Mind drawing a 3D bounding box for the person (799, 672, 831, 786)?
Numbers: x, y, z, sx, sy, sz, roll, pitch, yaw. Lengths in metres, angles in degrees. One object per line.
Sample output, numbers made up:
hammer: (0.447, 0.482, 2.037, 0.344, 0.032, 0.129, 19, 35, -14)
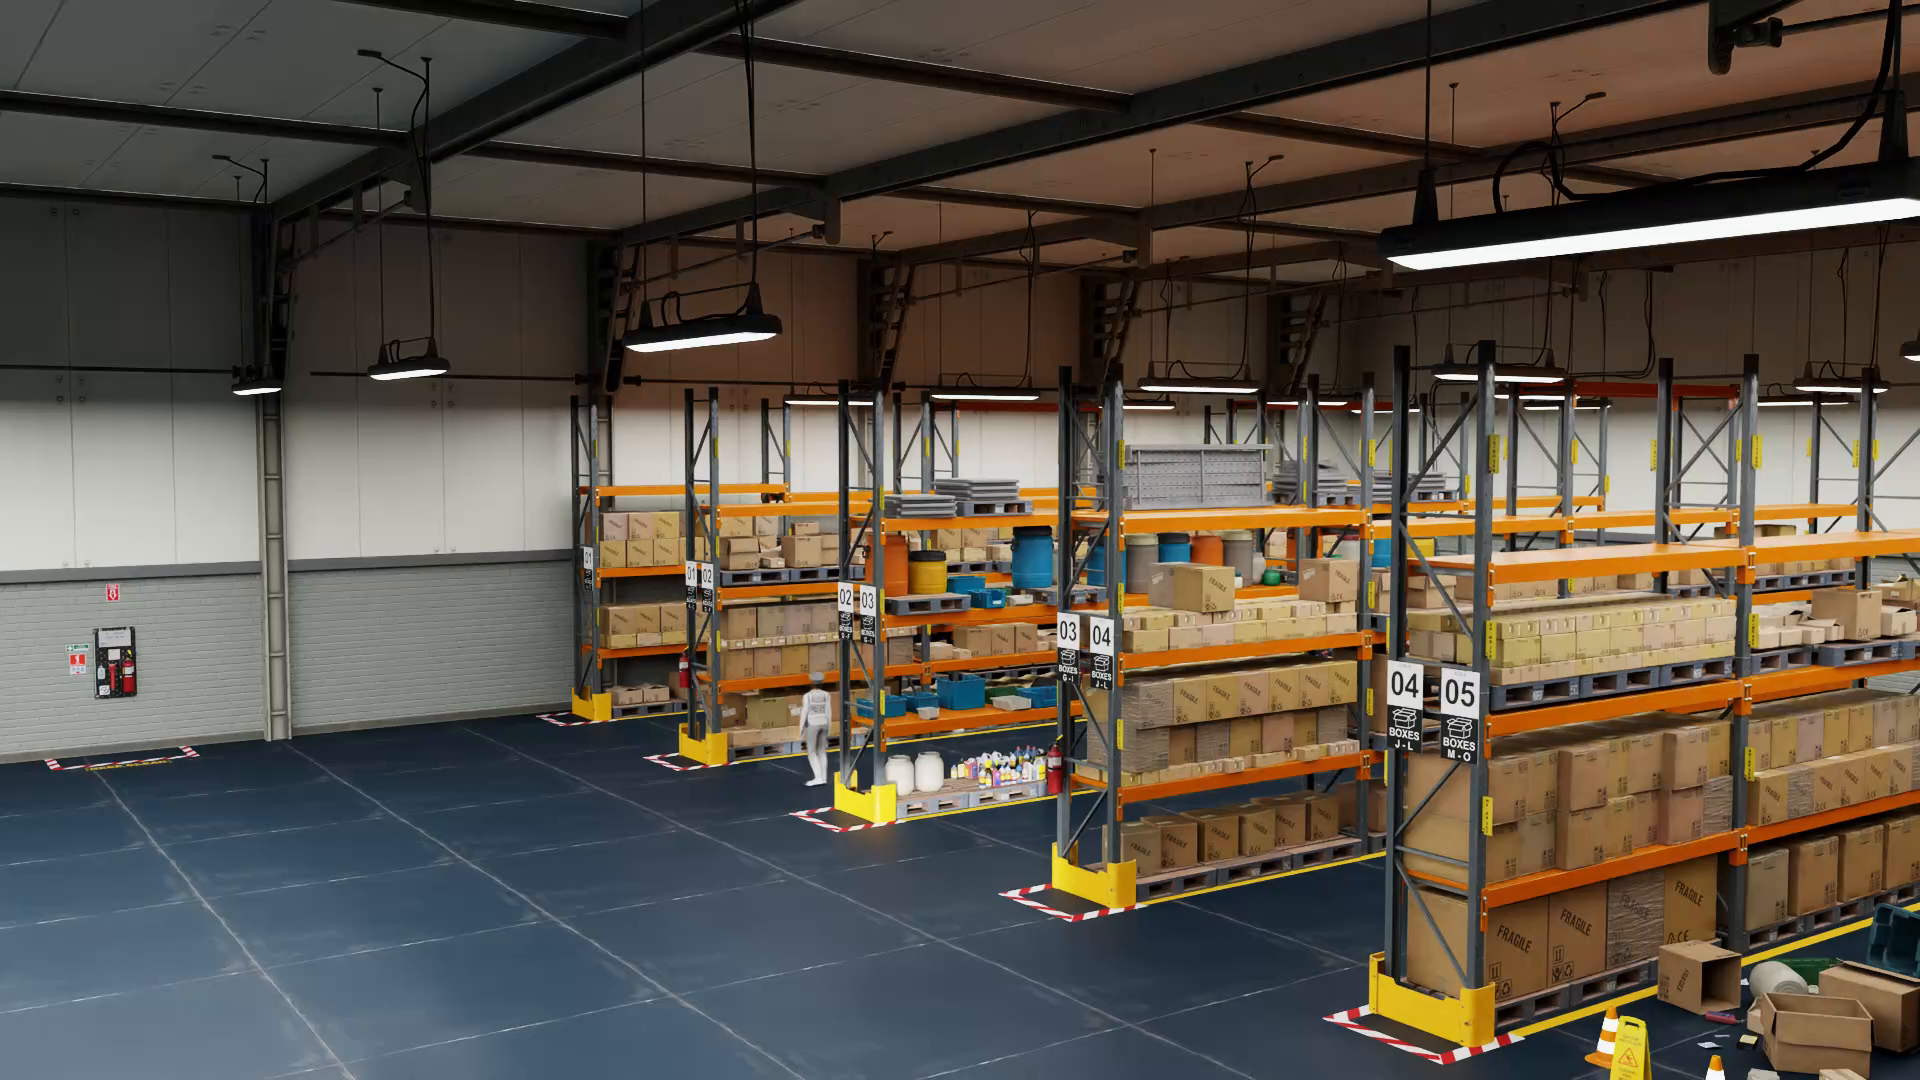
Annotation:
person: (-2.163, 2.830, 24.900, 0.426, 1.692, 0.483, 3, 5, 42)
